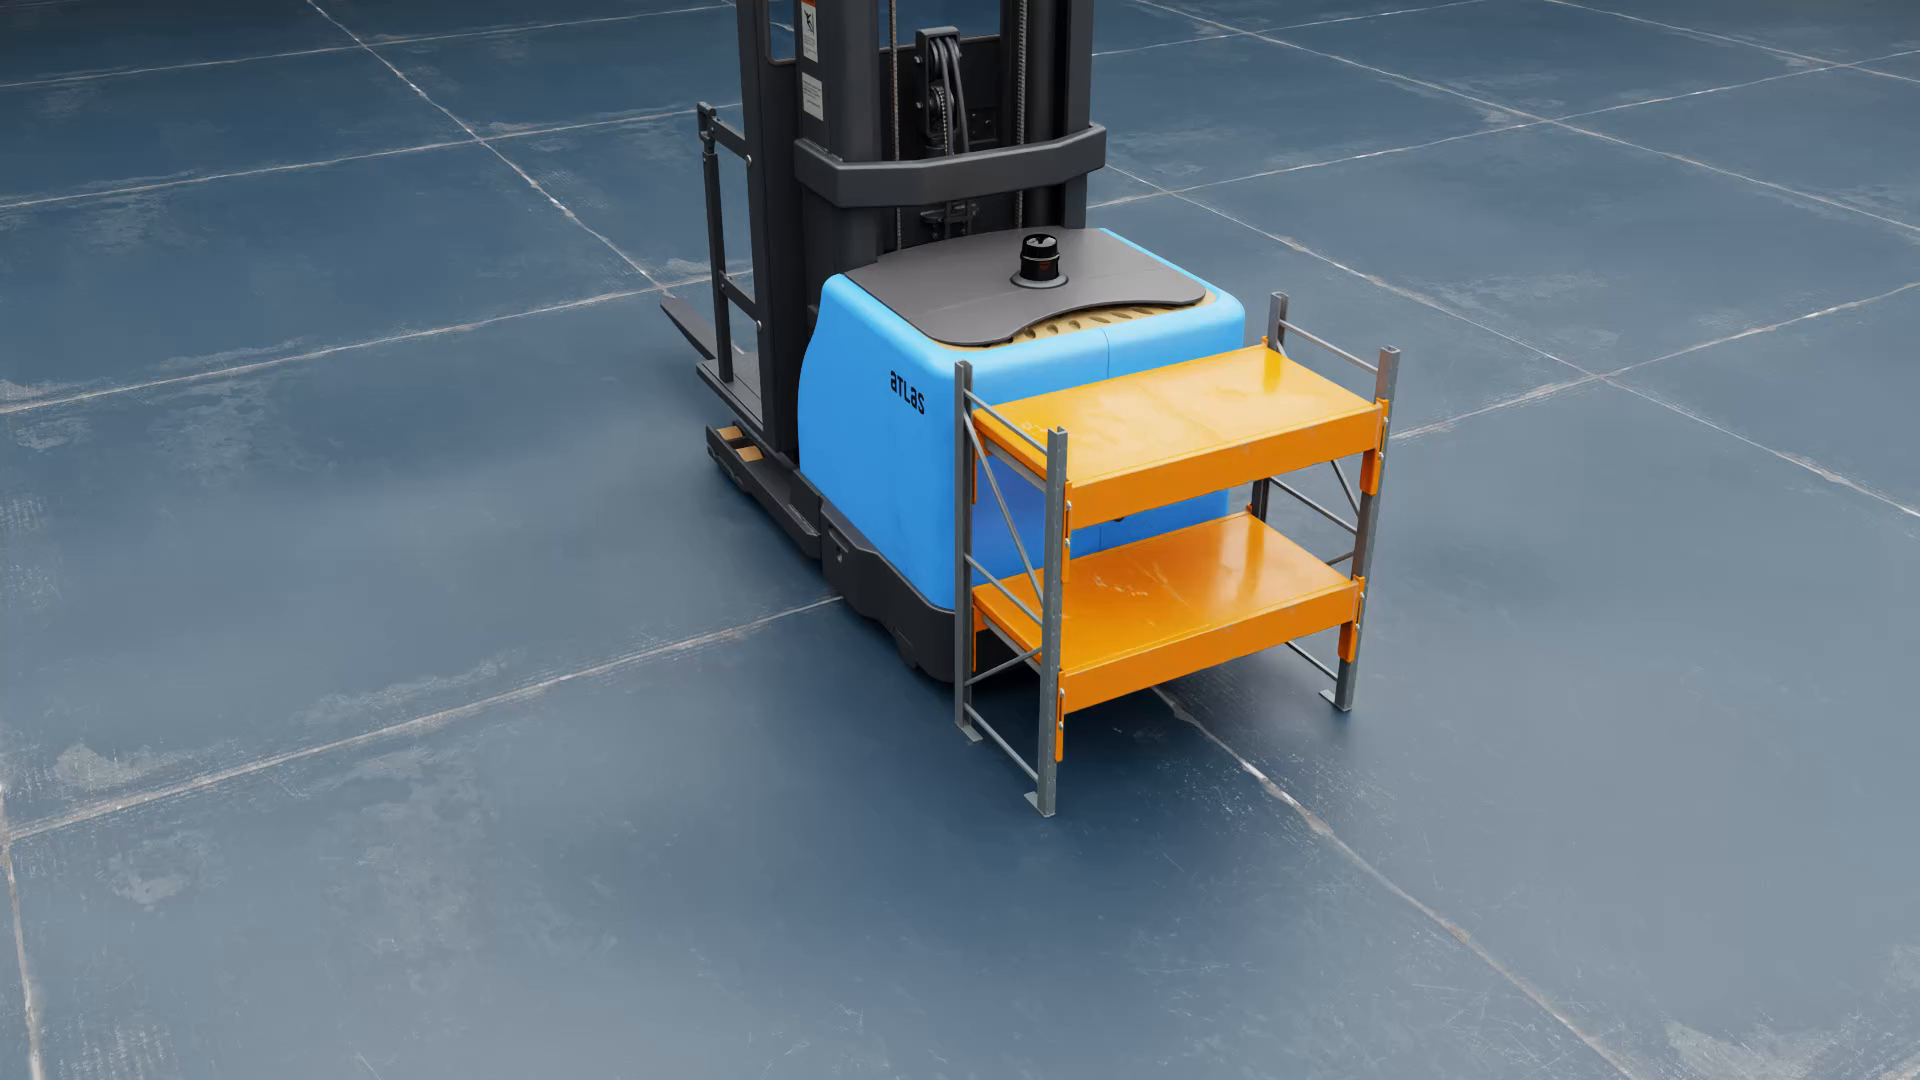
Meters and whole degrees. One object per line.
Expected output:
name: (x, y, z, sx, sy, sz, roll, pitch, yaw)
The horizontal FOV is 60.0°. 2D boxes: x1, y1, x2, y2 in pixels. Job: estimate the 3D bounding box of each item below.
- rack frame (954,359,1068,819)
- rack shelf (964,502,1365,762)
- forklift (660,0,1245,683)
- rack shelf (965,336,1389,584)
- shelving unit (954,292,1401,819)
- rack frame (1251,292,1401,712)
rack frame: (0.119, 0.138, 4.336, 0.032, 1.125, 0.500, -15, 32, -25)
rack shelf: (0.564, 0.233, 4.670, 1.000, 0.278, 0.538, -15, 32, -25)
forklift: (-0.289, -1.549, 5.524, 1.130, 2.935, 3.031, -14, 32, -24)
rack shelf: (0.564, -0.237, 4.410, 1.000, 0.278, 0.538, -15, 32, -25)
shelving unit: (0.564, 0.019, 4.552, 1.048, 1.125, 0.538, -15, 32, -25)
rack frame: (1.009, -0.100, 4.767, 0.032, 1.125, 0.500, -15, 32, -25)
